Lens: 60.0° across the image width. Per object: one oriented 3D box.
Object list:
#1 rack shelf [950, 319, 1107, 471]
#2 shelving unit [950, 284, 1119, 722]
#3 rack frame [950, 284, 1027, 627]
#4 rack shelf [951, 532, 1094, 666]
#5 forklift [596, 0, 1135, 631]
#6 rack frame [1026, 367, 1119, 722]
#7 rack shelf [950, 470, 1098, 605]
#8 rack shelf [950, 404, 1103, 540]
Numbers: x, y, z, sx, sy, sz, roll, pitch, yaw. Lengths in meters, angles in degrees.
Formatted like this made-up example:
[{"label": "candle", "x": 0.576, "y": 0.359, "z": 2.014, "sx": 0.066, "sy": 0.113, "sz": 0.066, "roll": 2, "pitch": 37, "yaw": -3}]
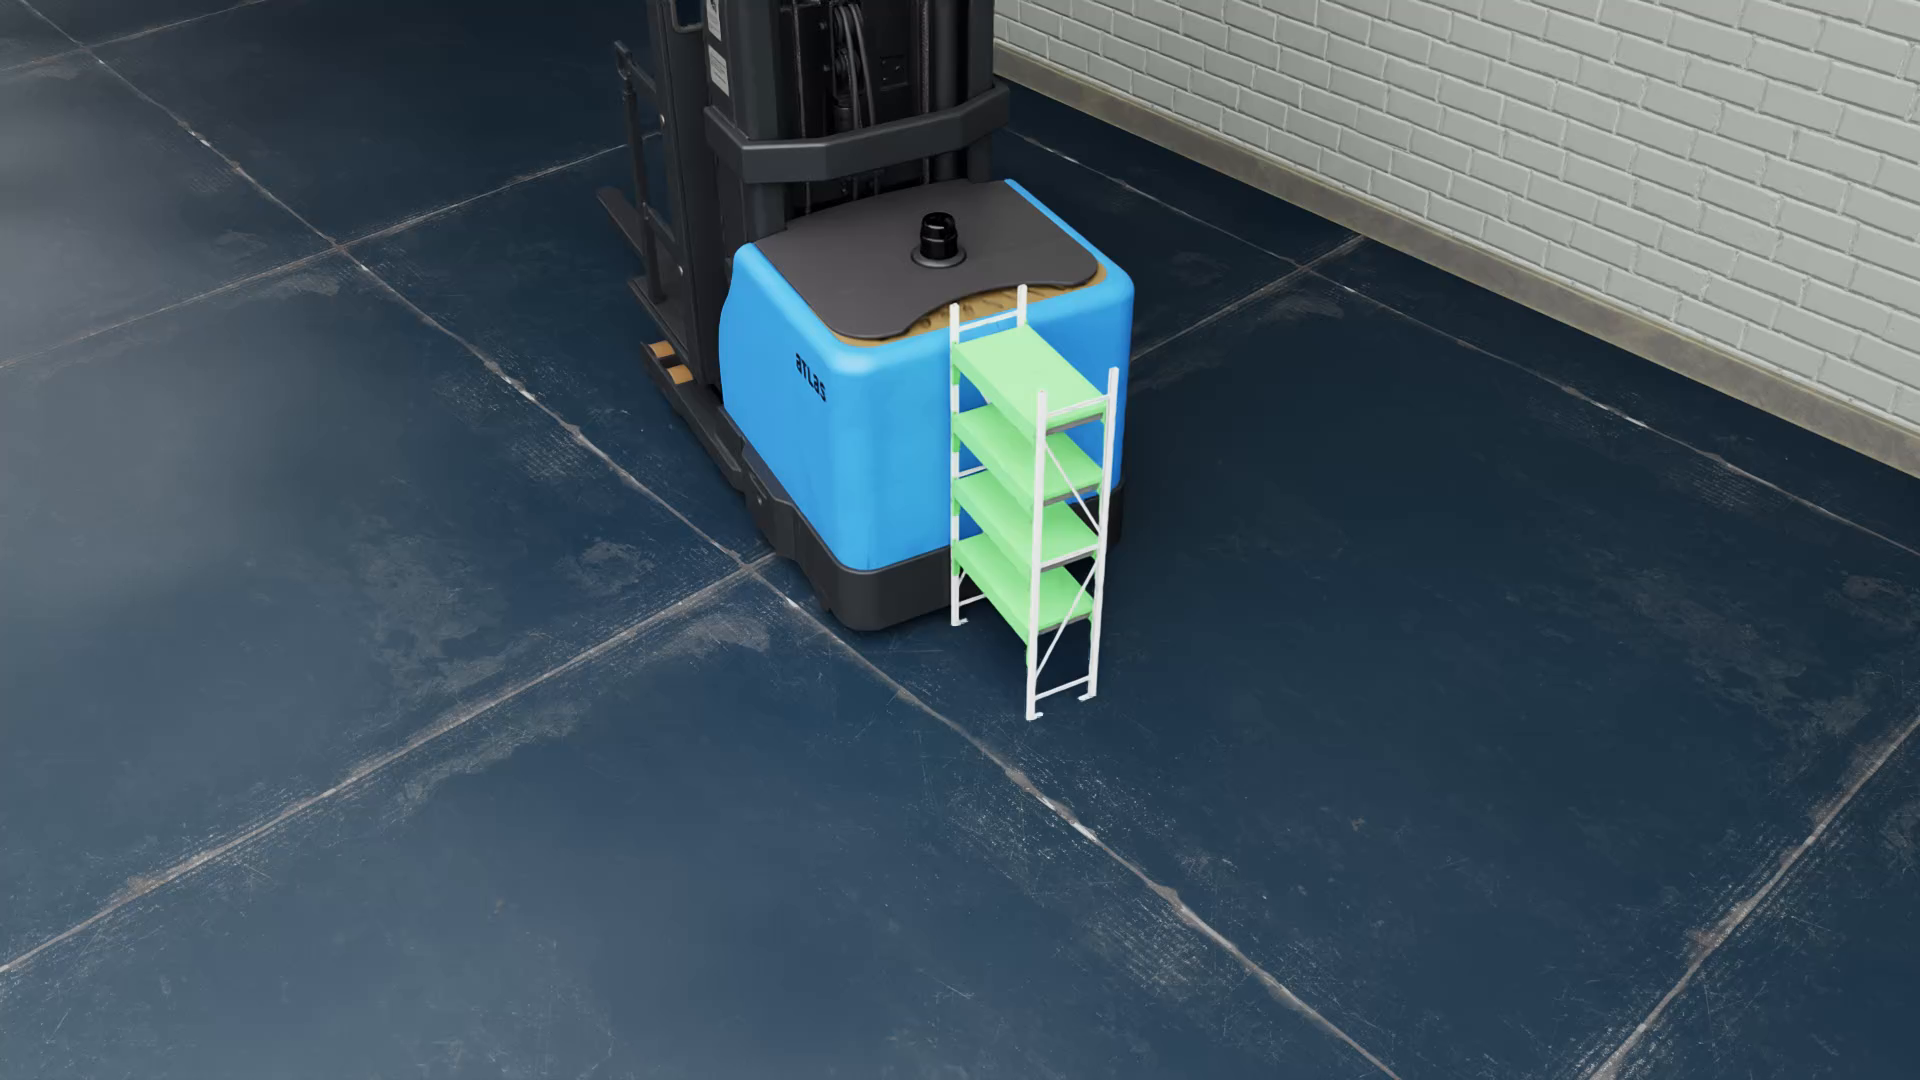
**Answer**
[{"label": "rack shelf", "x": 0.196, "y": -0.411, "z": 4.642, "sx": 0.258, "sy": 0.148, "sz": 0.480, "roll": -19, "pitch": 42, "yaw": -21}, {"label": "shelving unit", "x": 0.196, "y": -0.088, "z": 4.903, "sx": 0.258, "sy": 1.200, "sz": 0.503, "roll": -19, "pitch": 42, "yaw": -21}, {"label": "rack frame", "x": 0.081, "y": -0.223, "z": 5.071, "sx": 0.240, "sy": 1.200, "sz": 0.015, "roll": -19, "pitch": 42, "yaw": -21}, {"label": "rack shelf", "x": 0.196, "y": 0.149, "z": 5.094, "sx": 0.258, "sy": 0.148, "sz": 0.480, "roll": -19, "pitch": 42, "yaw": -21}, {"label": "forklift", "x": -0.589, "y": -1.765, "z": 5.603, "sx": 1.130, "sy": 2.935, "sz": 3.031, "roll": -19, "pitch": 42, "yaw": -21}, {"label": "rack frame", "x": 0.311, "y": 0.048, "z": 4.736, "sx": 0.240, "sy": 1.200, "sz": 0.015, "roll": -19, "pitch": 42, "yaw": -21}, {"label": "rack shelf", "x": 0.196, "y": -0.038, "z": 4.944, "sx": 0.258, "sy": 0.148, "sz": 0.480, "roll": -19, "pitch": 42, "yaw": -21}, {"label": "rack shelf", "x": 0.196, "y": -0.225, "z": 4.793, "sx": 0.258, "sy": 0.148, "sz": 0.480, "roll": -19, "pitch": 42, "yaw": -21}]
